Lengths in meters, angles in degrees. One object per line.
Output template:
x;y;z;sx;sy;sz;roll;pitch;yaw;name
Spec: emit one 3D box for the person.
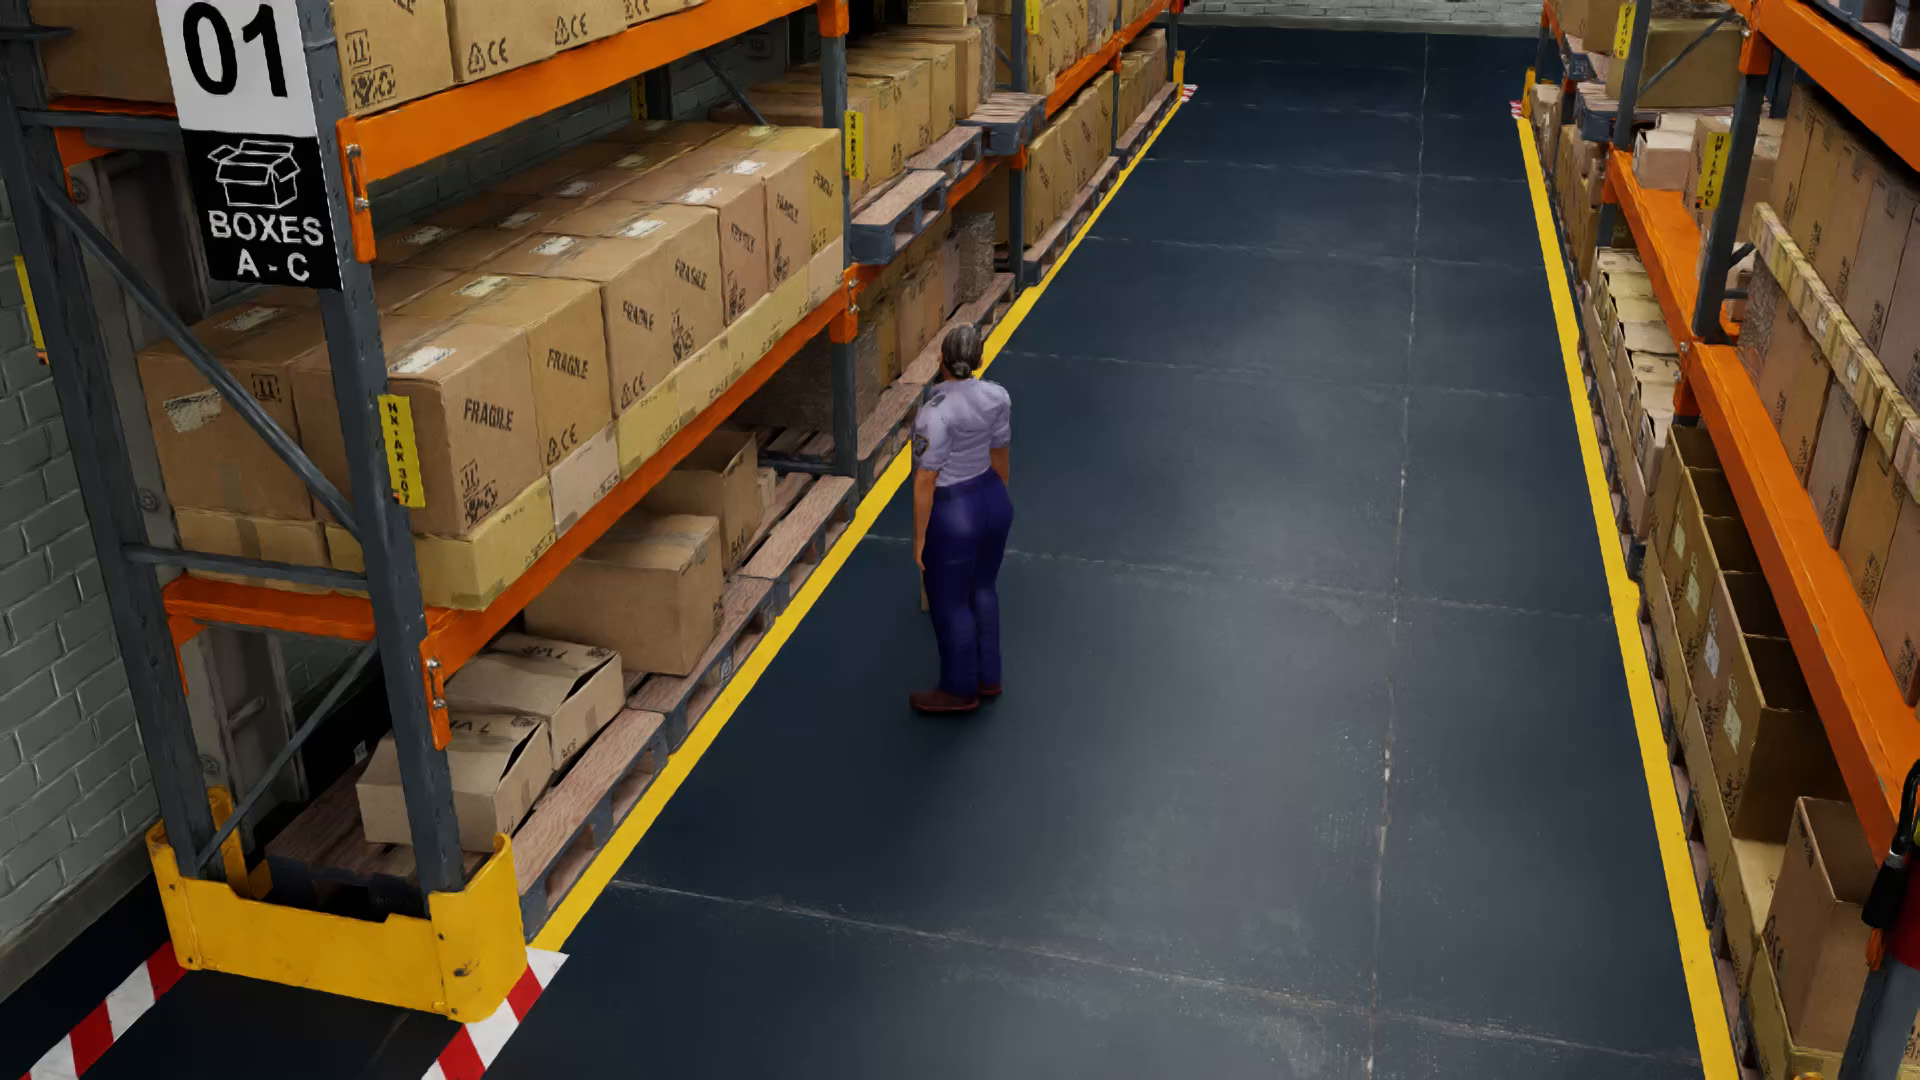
-0.004;-0.116;6.752;0.349;1.574;0.526;22;33;38;person
